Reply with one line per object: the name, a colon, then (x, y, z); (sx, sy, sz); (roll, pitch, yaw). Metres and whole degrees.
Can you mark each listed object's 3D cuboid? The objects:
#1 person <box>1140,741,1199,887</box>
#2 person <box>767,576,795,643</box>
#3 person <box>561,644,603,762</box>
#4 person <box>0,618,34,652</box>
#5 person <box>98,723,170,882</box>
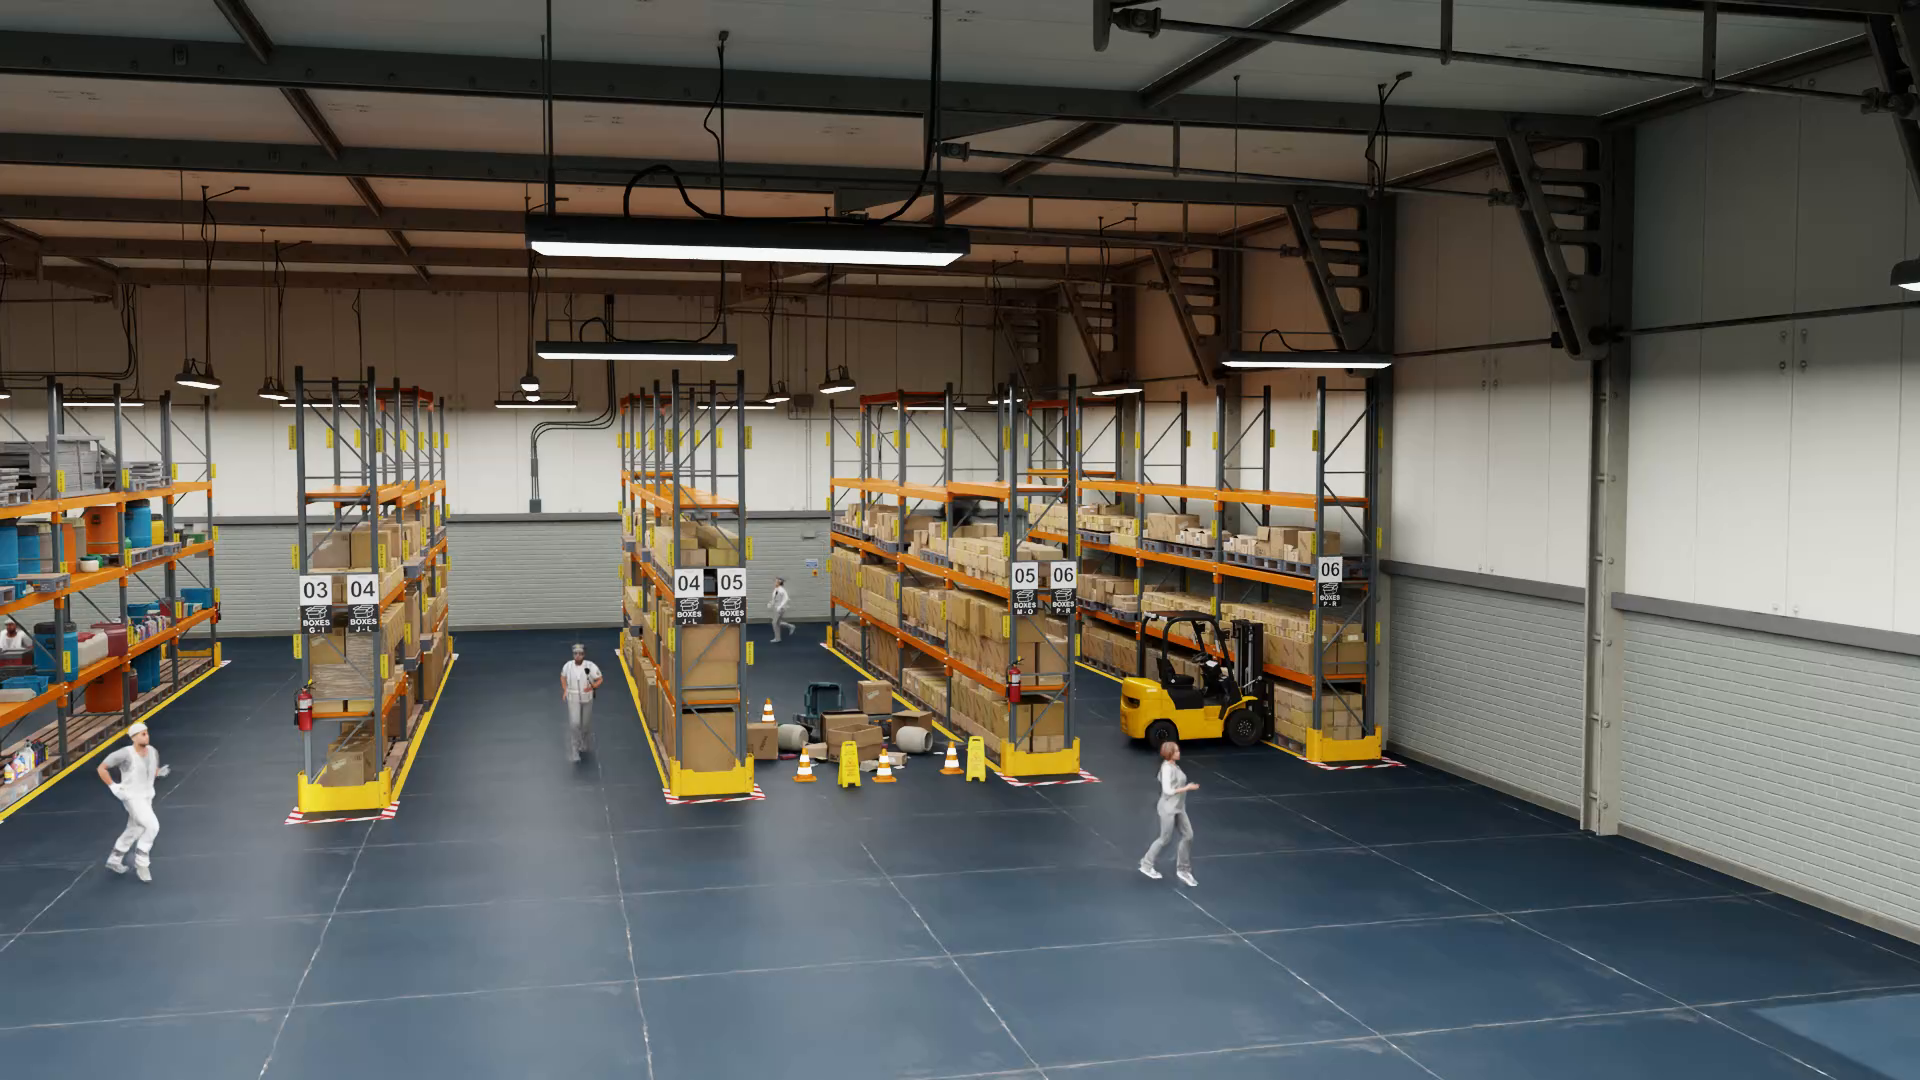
person: (2.368, 3.088, 18.727); (0.690, 1.615, 0.518); (2, 4, 27)
person: (-4.415, 1.715, 41.403); (0.671, 1.653, 0.606); (-1, 4, -23)
person: (-5.995, 2.549, 26.331); (0.635, 1.837, 0.810); (-1, 3, -12)
person: (-17.299, 2.295, 30.445); (0.711, 1.795, 1.037); (-1, 3, -11)
person: (-9.428, 2.986, 19.029); (0.802, 1.811, 0.634); (1, 3, 11)
